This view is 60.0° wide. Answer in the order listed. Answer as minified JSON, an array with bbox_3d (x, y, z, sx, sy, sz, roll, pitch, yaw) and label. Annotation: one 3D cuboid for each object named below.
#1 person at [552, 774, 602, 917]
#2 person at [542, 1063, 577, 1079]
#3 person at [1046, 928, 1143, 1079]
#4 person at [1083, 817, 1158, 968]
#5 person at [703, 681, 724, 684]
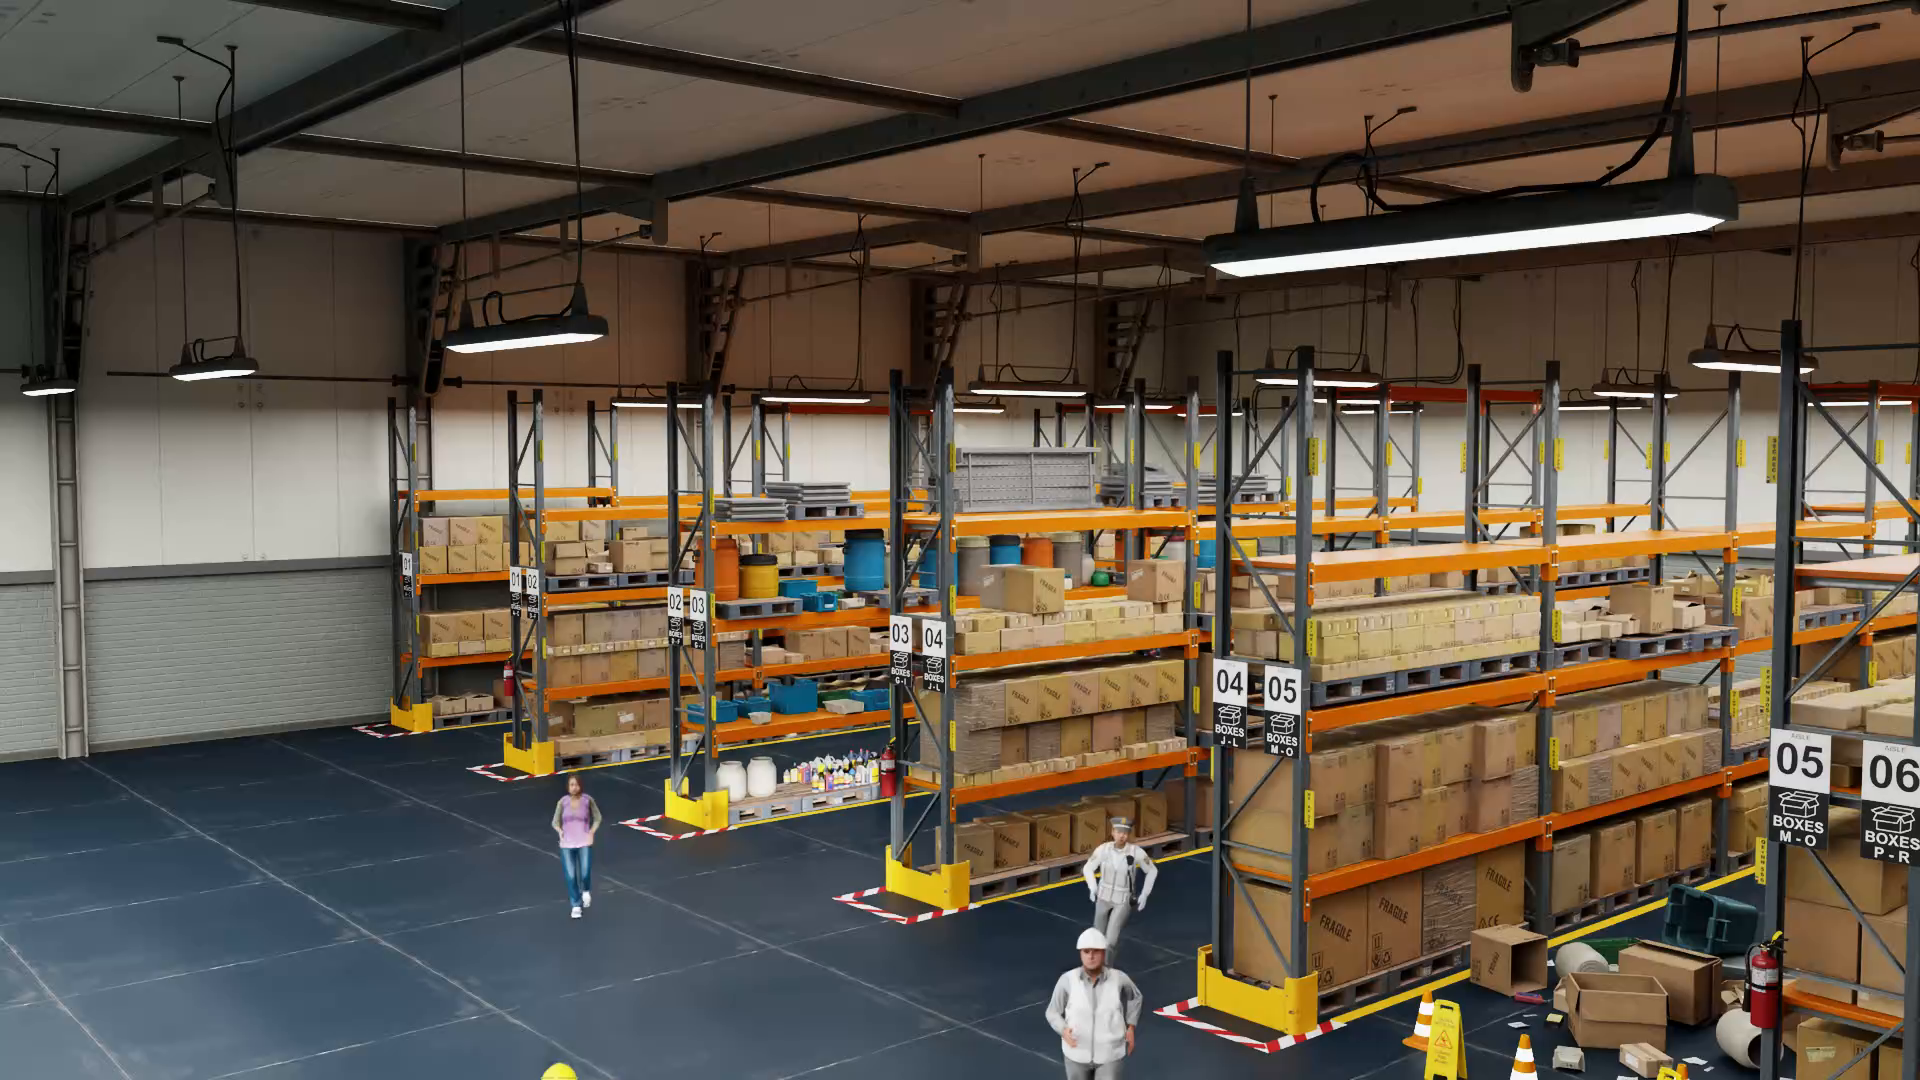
[{"bbox_3d":[-4.172,3.328,18.080,0.530,1.552,0.551,-1,3,-9],"label":"person"},{"bbox_3d":[-2.189,3.731,9.083,0.697,1.769,0.984,-1,3,-11],"label":"person"},{"bbox_3d":[0.935,3.598,11.618,0.673,1.778,0.963,0,3,7],"label":"person"},{"bbox_3d":[1.482,3.428,15.677,0.673,1.688,0.650,1,4,23],"label":"person"},{"bbox_3d":[-4.564,2.562,30.737,0.603,1.616,0.571,3,5,42],"label":"person"}]
